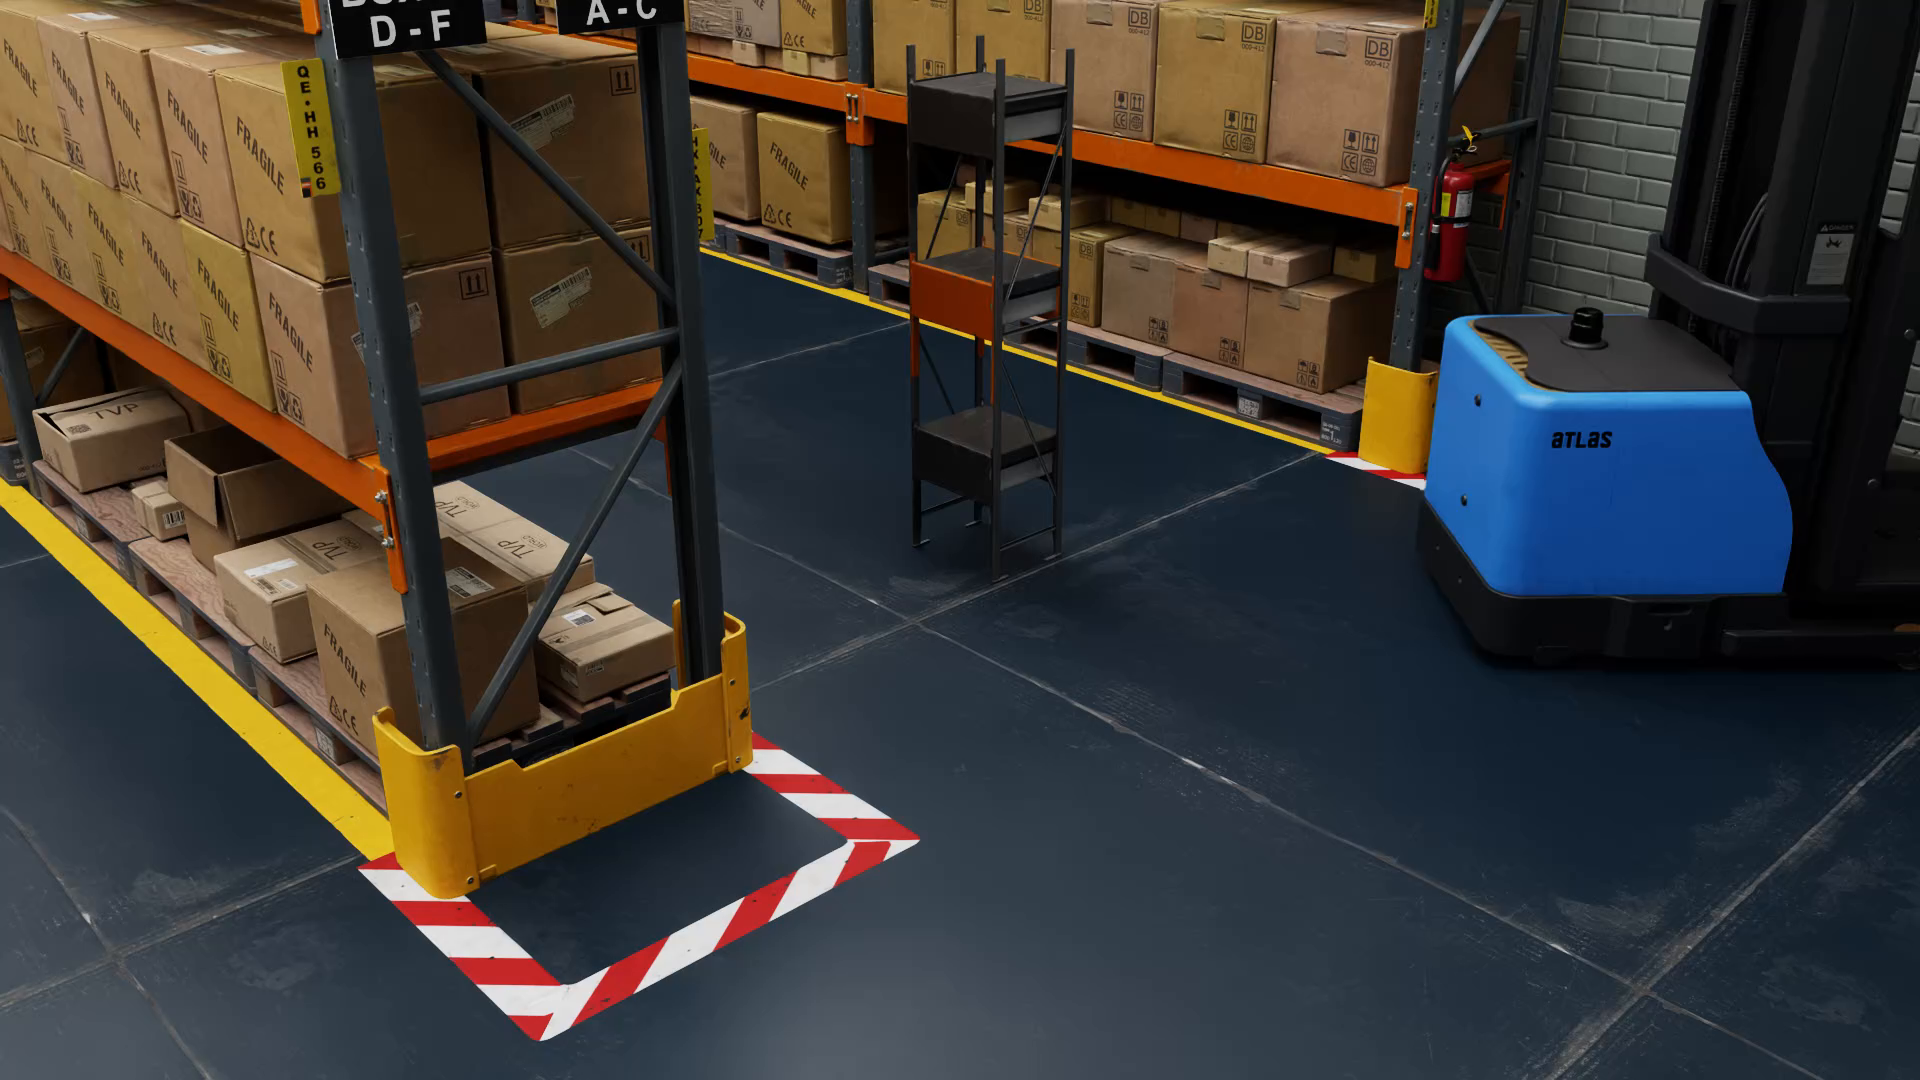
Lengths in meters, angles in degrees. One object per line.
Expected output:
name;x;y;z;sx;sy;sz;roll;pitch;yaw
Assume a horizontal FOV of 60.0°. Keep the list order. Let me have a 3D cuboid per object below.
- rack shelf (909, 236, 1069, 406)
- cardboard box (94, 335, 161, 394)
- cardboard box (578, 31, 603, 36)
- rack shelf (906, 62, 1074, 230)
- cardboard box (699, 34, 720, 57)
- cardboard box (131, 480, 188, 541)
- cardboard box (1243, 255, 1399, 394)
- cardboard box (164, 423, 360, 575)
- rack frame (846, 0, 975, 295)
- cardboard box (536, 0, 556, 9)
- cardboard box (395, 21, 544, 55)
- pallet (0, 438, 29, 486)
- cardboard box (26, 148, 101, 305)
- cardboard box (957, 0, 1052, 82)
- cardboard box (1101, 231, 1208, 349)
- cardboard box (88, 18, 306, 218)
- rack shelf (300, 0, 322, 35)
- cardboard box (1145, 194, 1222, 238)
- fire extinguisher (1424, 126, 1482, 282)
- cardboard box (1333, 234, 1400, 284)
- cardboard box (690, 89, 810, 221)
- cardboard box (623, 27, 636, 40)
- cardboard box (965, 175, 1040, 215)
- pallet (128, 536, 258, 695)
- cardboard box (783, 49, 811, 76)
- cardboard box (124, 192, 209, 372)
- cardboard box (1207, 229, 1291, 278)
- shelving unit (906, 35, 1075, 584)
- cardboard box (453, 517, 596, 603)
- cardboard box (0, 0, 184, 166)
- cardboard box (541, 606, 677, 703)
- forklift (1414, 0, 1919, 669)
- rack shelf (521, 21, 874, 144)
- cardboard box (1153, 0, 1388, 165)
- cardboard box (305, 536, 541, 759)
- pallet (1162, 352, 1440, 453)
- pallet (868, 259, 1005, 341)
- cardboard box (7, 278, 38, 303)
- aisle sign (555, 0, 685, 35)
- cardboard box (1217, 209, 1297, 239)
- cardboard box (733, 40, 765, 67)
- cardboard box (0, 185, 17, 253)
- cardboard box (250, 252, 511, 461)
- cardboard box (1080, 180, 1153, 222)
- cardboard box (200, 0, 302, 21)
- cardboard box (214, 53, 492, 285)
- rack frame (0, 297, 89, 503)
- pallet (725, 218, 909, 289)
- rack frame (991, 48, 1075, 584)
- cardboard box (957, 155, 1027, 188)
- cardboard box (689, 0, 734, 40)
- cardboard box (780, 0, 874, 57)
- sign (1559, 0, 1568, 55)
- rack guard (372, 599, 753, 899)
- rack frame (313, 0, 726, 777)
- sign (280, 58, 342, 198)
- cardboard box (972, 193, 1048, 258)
rack shelf;0.113;-0.893;6.710;0.431;0.518;0.480;-21;32;-38
cardboard box;-4.051;-0.975;8.256;0.500;0.500;0.500;22;33;39
cardboard box;-2.677;-3.861;12.378;0.380;0.149;0.250;-20;31;-37
rack shelf;0.113;-1.530;6.419;0.431;0.518;0.480;-21;32;-38
cardboard box;-1.559;-3.418;11.406;0.380;0.149;0.250;-22;33;-40
cardboard box;-3.171;-0.160;6.871;0.380;0.166;0.250;-21;32;-38
cardboard box;1.898;-1.129;8.616;0.700;0.500;0.500;-21;32;-38
cardboard box;-2.610;-0.194;6.538;0.797;0.503;0.637;-21;32;-38
rack frame;-0.285;-3.103;10.438;1.000;3.000;0.127;-21;32;-38
cardboard box;-2.873;-4.285;12.526;0.500;0.500;0.500;-20;31;-37
cardboard box;-1.638;-1.351;5.272;0.500;0.500;0.500;-21;32;-38
pallet;-4.482;-0.664;8.451;1.003;0.211;1.213;-21;32;-38
cardboard box;-3.056;-1.204;6.155;0.500;0.500;0.500;-21;32;-39
cardboard box;0.569;-2.848;9.518;0.980;0.700;0.700;-22;33;-40
cardboard box;1.212;-1.433;9.282;0.500;0.500;0.700;23;33;40
cardboard box;-2.373;-1.351;5.272;0.500;0.500;0.500;-20;31;-37
rack shelf;-2.531;-2.128;5.554;1.077;0.370;4.000;-21;32;-38
cardboard box;1.261;-1.826;9.364;0.380;0.149;0.250;-21;32;-38
fire extinguisher;2.215;-1.510;7.488;0.296;0.674;0.183;-21;32;-38
cardboard box;2.129;-1.443;8.523;0.380;0.149;0.250;-21;32;-38
cardboard box;-1.434;-2.745;11.737;0.750;0.750;0.750;-20;31;-37
cardboard box;-2.231;-3.744;12.121;0.380;0.149;0.250;-20;31;-37
cardboard box;0.252;-2.041;9.834;0.380;0.149;0.250;-20;31;-37
pallet;-2.591;0.150;6.667;1.003;0.211;1.213;-21;32;-38
cardboard box;-0.912;-3.090;10.688;0.380;0.149;0.250;-21;32;-38
cardboard box;-2.363;-0.898;5.484;0.500;0.500;0.500;-21;32;-38
cardboard box;1.502;-1.488;8.623;0.380;0.149;0.250;-20;31;-37
shelving unit;0.113;-0.905;6.704;0.431;2.100;0.503;-21;32;-38
cardboard box;-1.670;0.169;6.048;0.500;0.250;0.500;-21;32;-38
cardboard box;-3.077;-1.663;5.955;0.500;0.500;0.500;-22;33;-40
cardboard box;-1.199;0.388;5.691;0.380;0.149;0.250;-21;32;-38
forklift;3.440;-1.074;6.072;3.031;2.935;1.130;-1;25;-1
rack shelf;-1.652;-3.382;11.916;1.077;0.370;4.000;-21;32;-38
cardboard box;1.588;-2.397;8.528;0.980;0.700;0.700;-22;32;-39
cardboard box;-1.716;0.357;5.335;0.500;0.500;0.500;-21;32;-38
pallet;1.846;-0.843;8.843;1.003;0.211;1.213;-21;32;-38
pallet;0.178;-1.582;10.464;1.003;0.211;1.213;-21;32;-38
cardboard box;-4.776;-0.980;8.266;0.500;0.500;0.500;-21;32;-38
aisle sign;-0.903;-1.730;4.297;0.394;0.787;0.004;-21;32;-38
cardboard box;1.612;-1.672;9.025;0.380;0.149;0.250;-21;32;-38
cardboard box;-1.280;-3.245;11.027;0.380;0.149;0.250;-21;32;-38
cardboard box;-3.749;-1.511;6.827;0.500;0.500;0.500;-20;31;-37
cardboard box;-1.669;-0.589;4.807;0.500;0.500;0.500;-20;31;-37
cardboard box;0.912;-1.981;9.703;0.380;0.149;0.250;-21;32;-38
cardboard box;-2.324;-1.657;5.944;0.500;0.500;0.500;-22;32;-39
cardboard box;-1.669;-1.042;4.595;0.500;0.500;0.500;-22;32;-39
rack frame;-3.898;-1.697;7.356;1.000;3.000;0.127;-21;32;-38
pallet;-0.867;-2.047;11.483;1.003;0.211;1.213;-21;32;-38
rack frame;0.280;-0.831;6.542;0.400;2.100;0.015;-21;32;-38
cardboard box;0.197;-2.297;10.395;0.380;0.149;0.250;-21;32;-39
cardboard box;-1.477;-3.668;11.173;0.500;0.500;0.500;-21;32;-38
cardboard box;-0.784;-3.362;10.502;0.500;0.500;0.500;-22;32;-39
sign;2.858;-2.477;7.927;0.100;0.325;0.005;-21;32;-38
rack guard;-1.216;0.629;5.268;1.175;0.500;0.348;-21;32;-38
rack frame;-1.164;-0.485;4.699;1.000;3.000;0.127;-21;32;-38
sign;-1.583;-1.004;4.061;0.100;0.325;0.005;-21;32;-38
cardboard box;0.493;-1.748;9.974;0.700;0.500;0.500;-22;32;-39
